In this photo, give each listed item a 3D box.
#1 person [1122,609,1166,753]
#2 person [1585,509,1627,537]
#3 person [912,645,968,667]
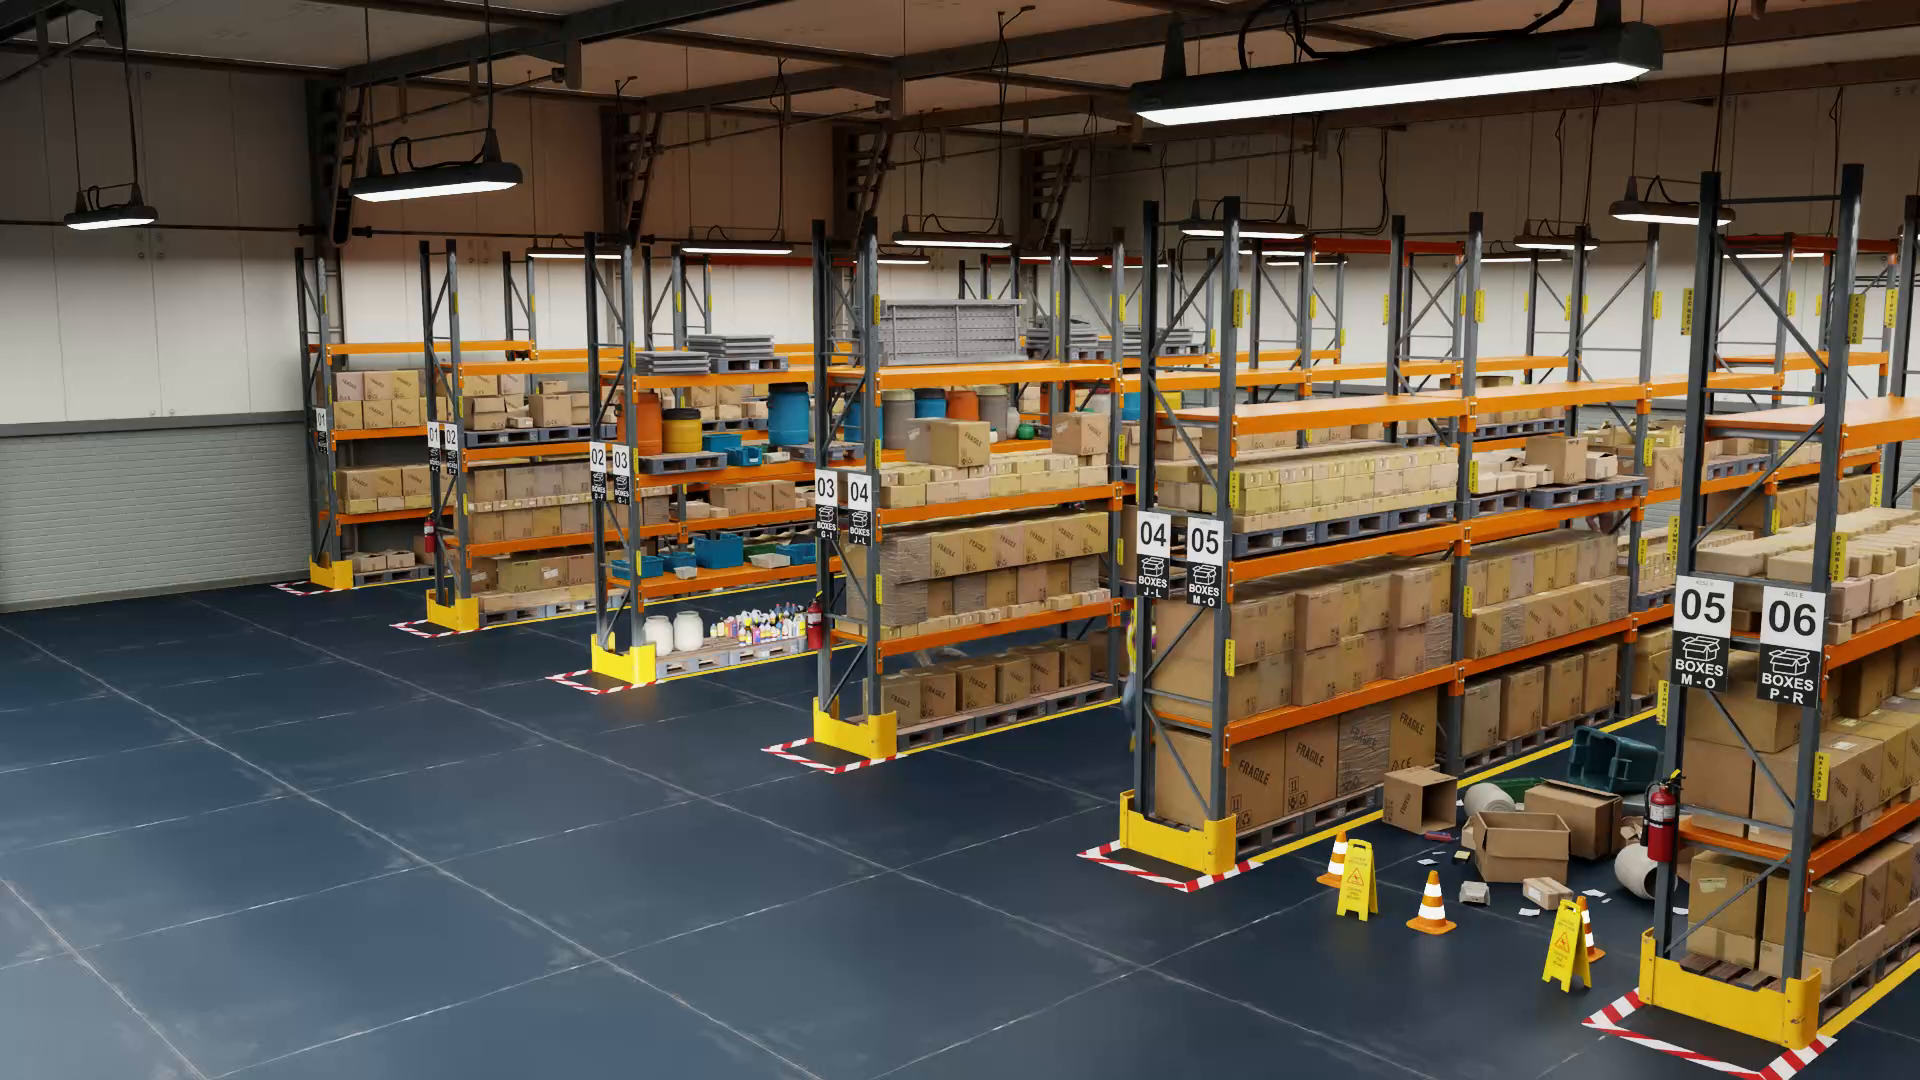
[{"bbox_3d":[2.121,1.557,18.883,0.684,1.718,0.920,5,10,29],"label":"person"},{"bbox_3d":[11.555,-0.028,29.722,0.772,1.782,0.863,-3,9,-19],"label":"person"},{"bbox_3d":[-0.306,1.106,21.920,1.052,1.627,0.687,-6,10,-36],"label":"person"}]
